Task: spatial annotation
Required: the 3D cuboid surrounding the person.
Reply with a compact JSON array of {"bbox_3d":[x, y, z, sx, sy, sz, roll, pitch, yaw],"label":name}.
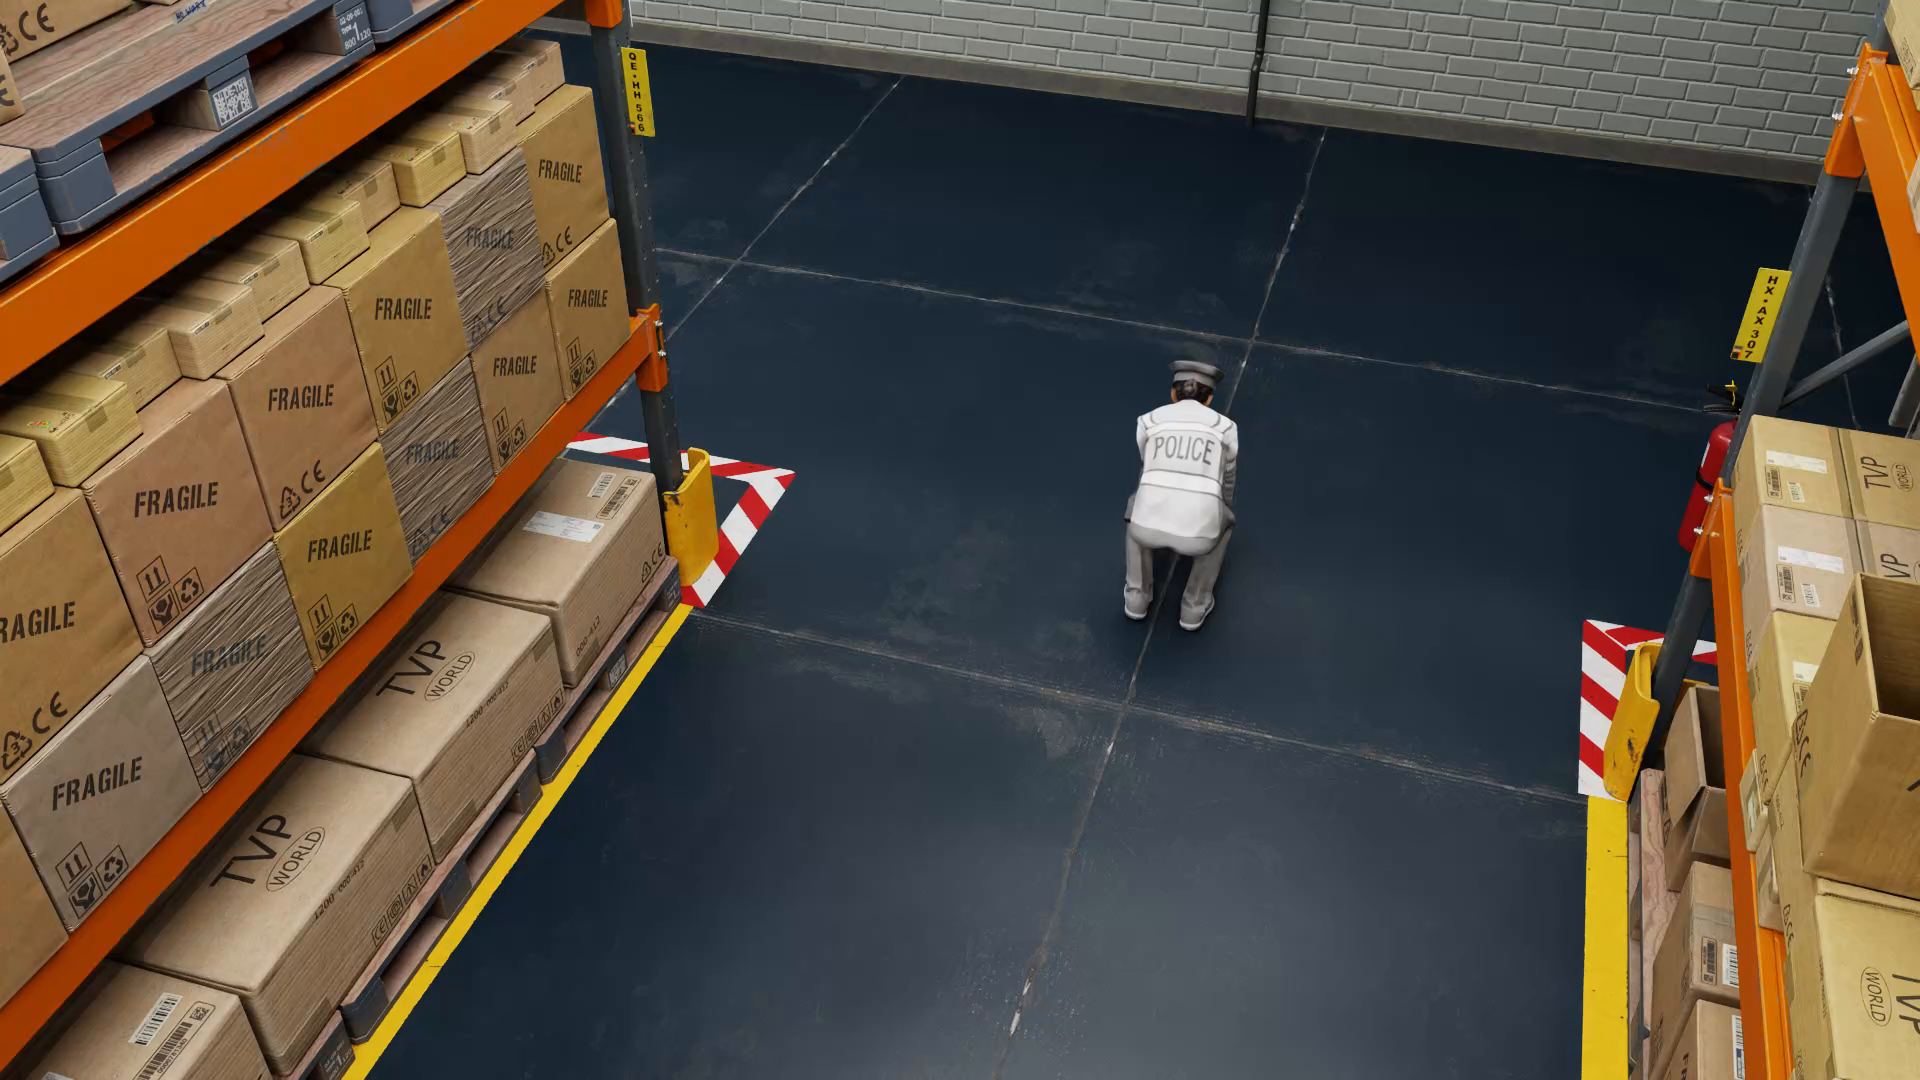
[{"bbox_3d":[0.931,-0.191,6.976,0.469,0.976,0.899,9,38,12],"label":"person"}]
